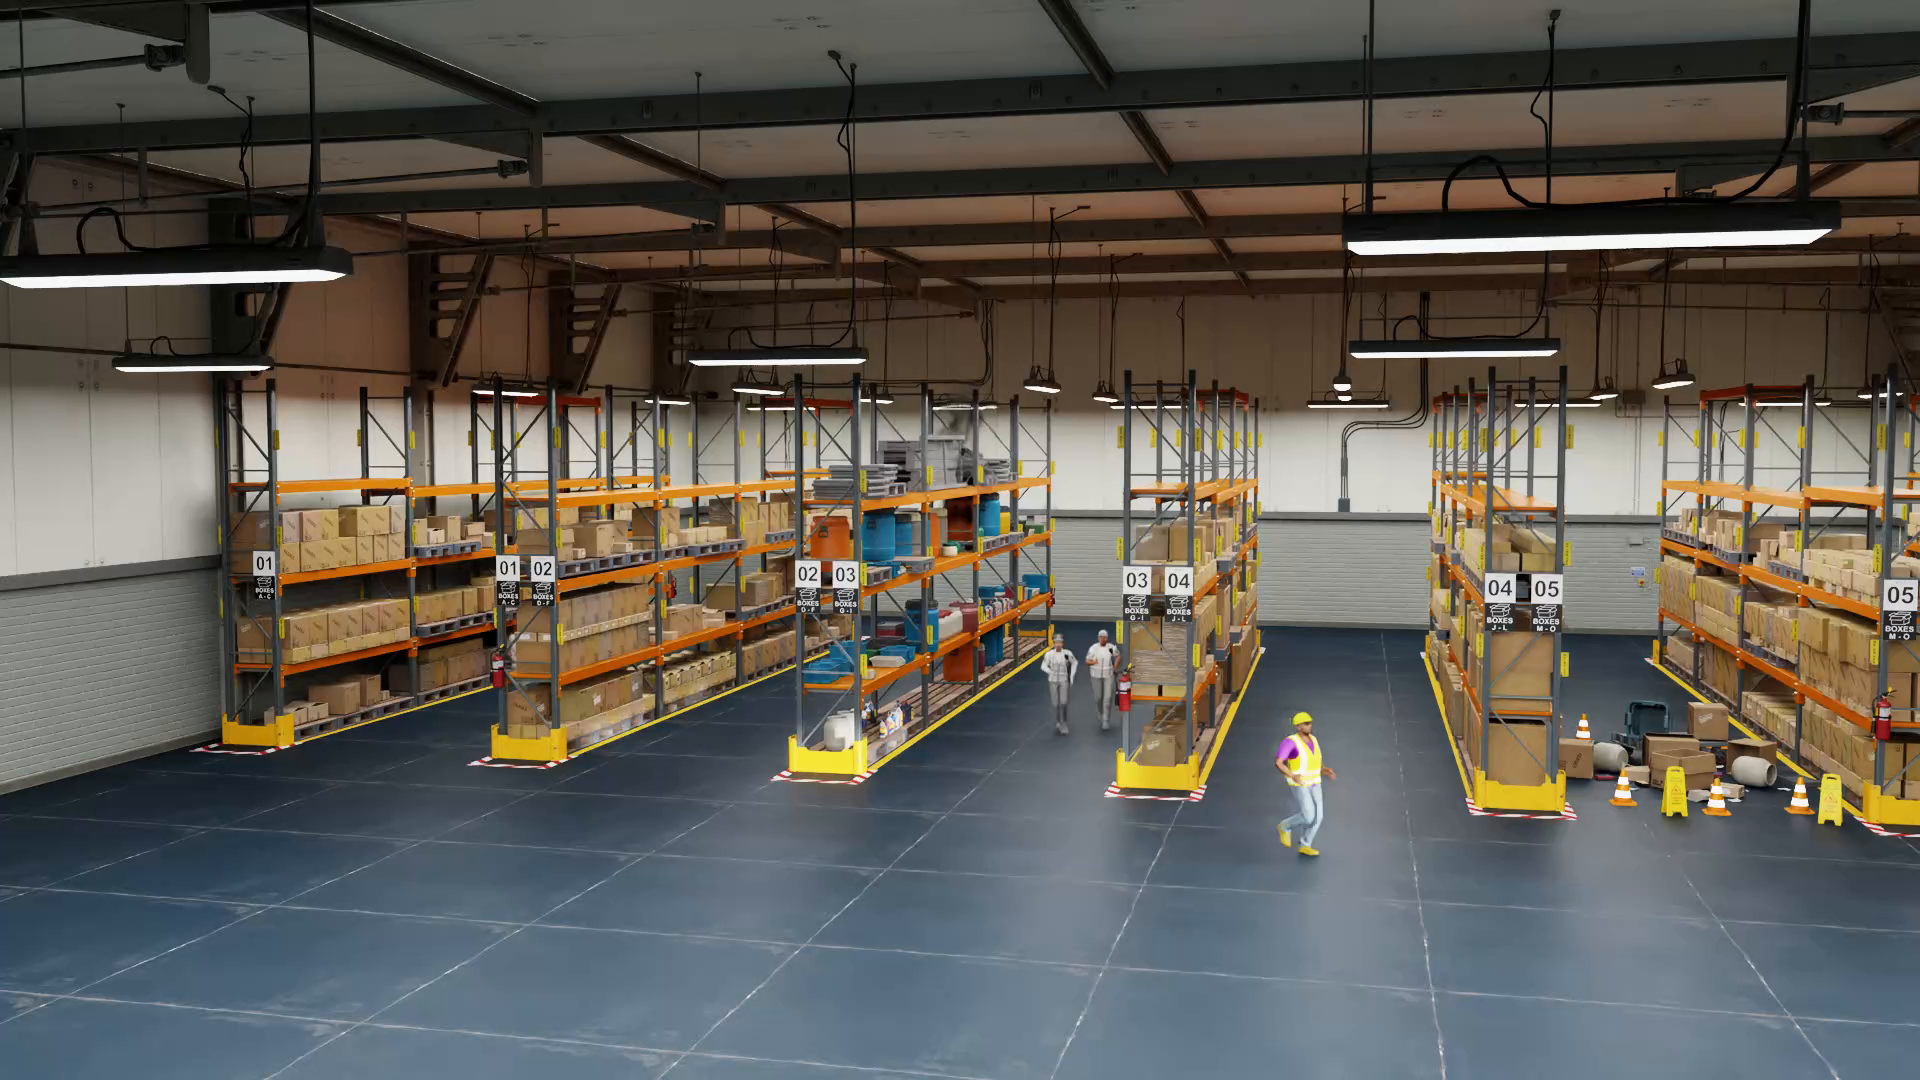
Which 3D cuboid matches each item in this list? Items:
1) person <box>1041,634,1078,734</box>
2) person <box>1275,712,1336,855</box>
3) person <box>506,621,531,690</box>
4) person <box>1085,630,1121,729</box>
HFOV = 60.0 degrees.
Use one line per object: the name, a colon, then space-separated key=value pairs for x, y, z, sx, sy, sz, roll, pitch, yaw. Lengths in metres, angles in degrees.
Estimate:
person: x=1.686 y=2.467 z=28.460 sx=0.605 sy=1.736 sz=0.684 roll=1 pitch=3 yaw=10
person: x=4.154 y=2.936 z=20.078 sx=0.698 sy=1.718 sz=0.606 roll=-3 pitch=4 yaw=-36
person: x=-7.843 y=2.320 z=29.841 sx=0.661 sy=1.846 sz=0.785 roll=0 pitch=3 yaw=7
person: x=2.488 y=2.398 z=29.003 sx=0.602 sy=1.663 sz=0.913 roll=1 pitch=3 yaw=9
